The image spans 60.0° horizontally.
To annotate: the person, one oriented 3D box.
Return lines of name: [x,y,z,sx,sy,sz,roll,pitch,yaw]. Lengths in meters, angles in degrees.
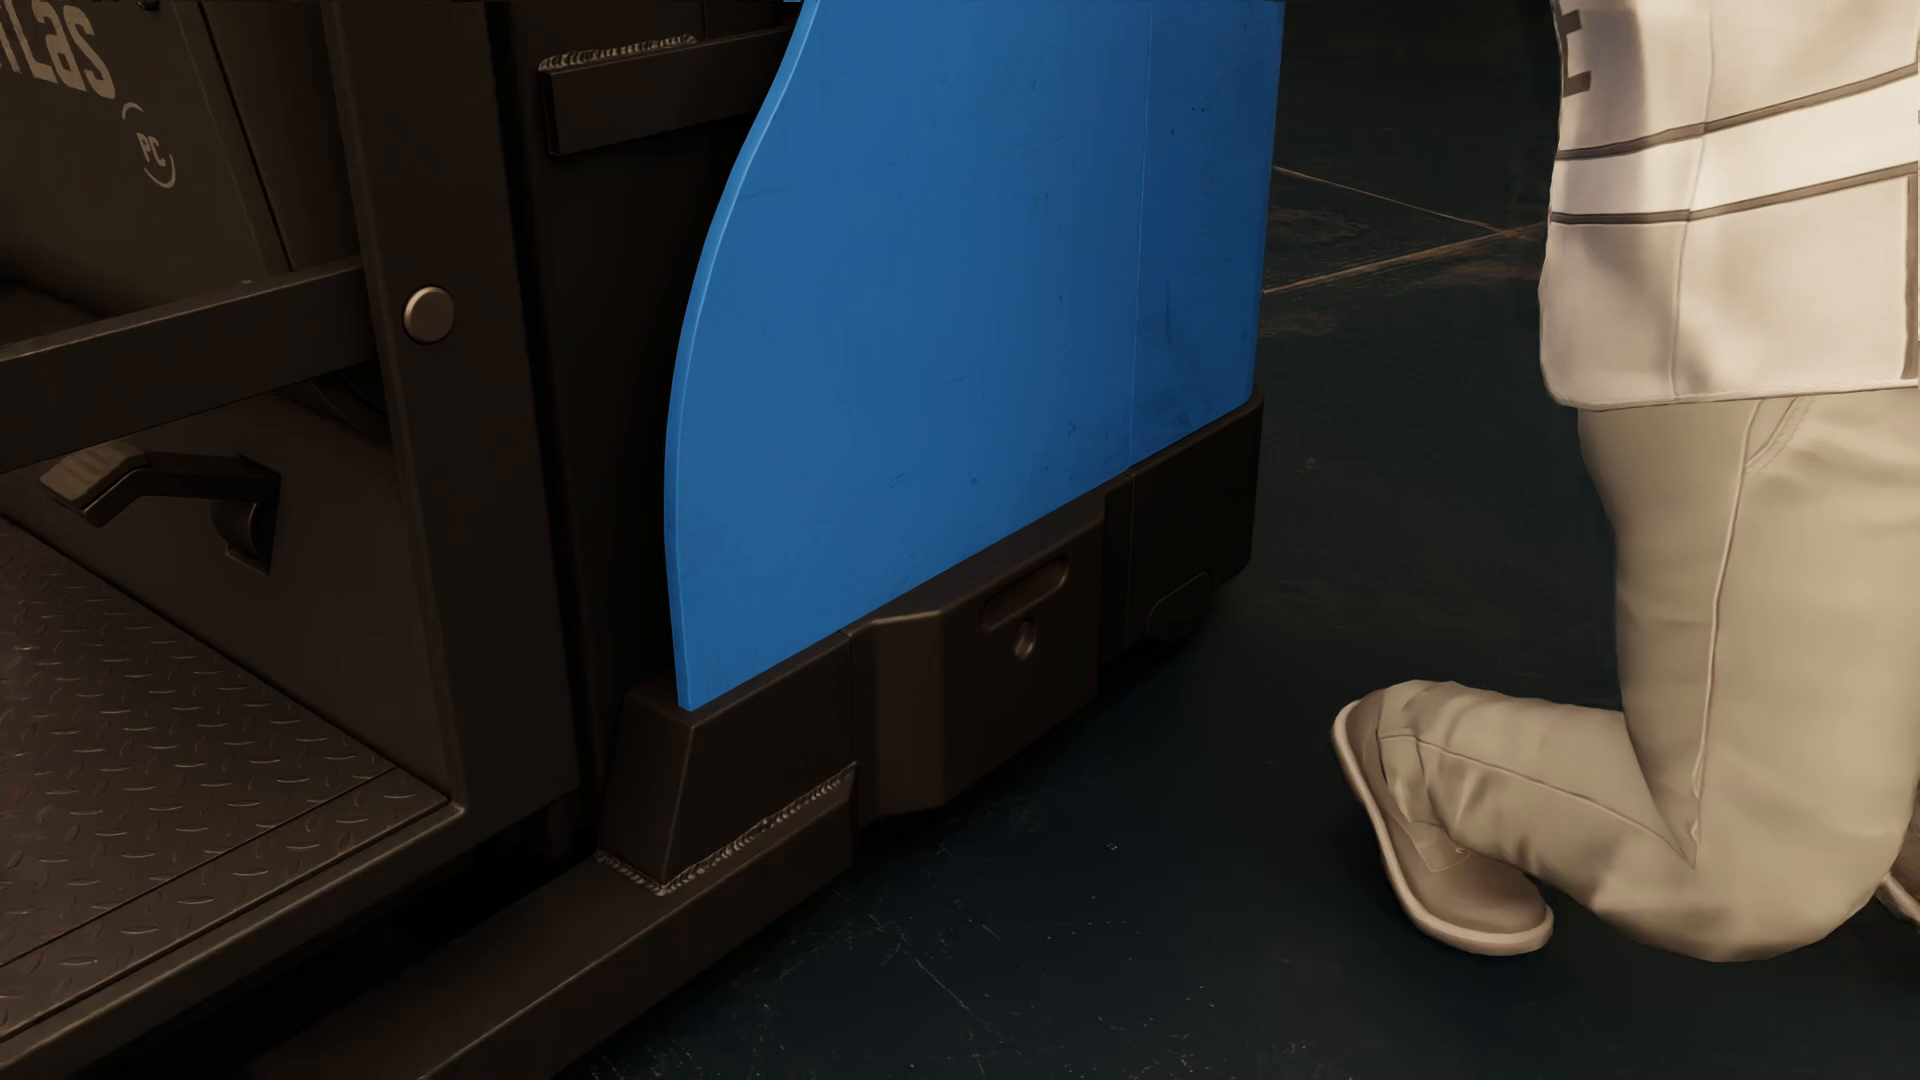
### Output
person: [0.890,-0.346,1.505,0.863,1.601,1.107,19,32,33]

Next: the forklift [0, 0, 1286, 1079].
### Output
forklift: [-0.925,-0.866,0.957,1.130,2.935,3.031,20,33,35]
